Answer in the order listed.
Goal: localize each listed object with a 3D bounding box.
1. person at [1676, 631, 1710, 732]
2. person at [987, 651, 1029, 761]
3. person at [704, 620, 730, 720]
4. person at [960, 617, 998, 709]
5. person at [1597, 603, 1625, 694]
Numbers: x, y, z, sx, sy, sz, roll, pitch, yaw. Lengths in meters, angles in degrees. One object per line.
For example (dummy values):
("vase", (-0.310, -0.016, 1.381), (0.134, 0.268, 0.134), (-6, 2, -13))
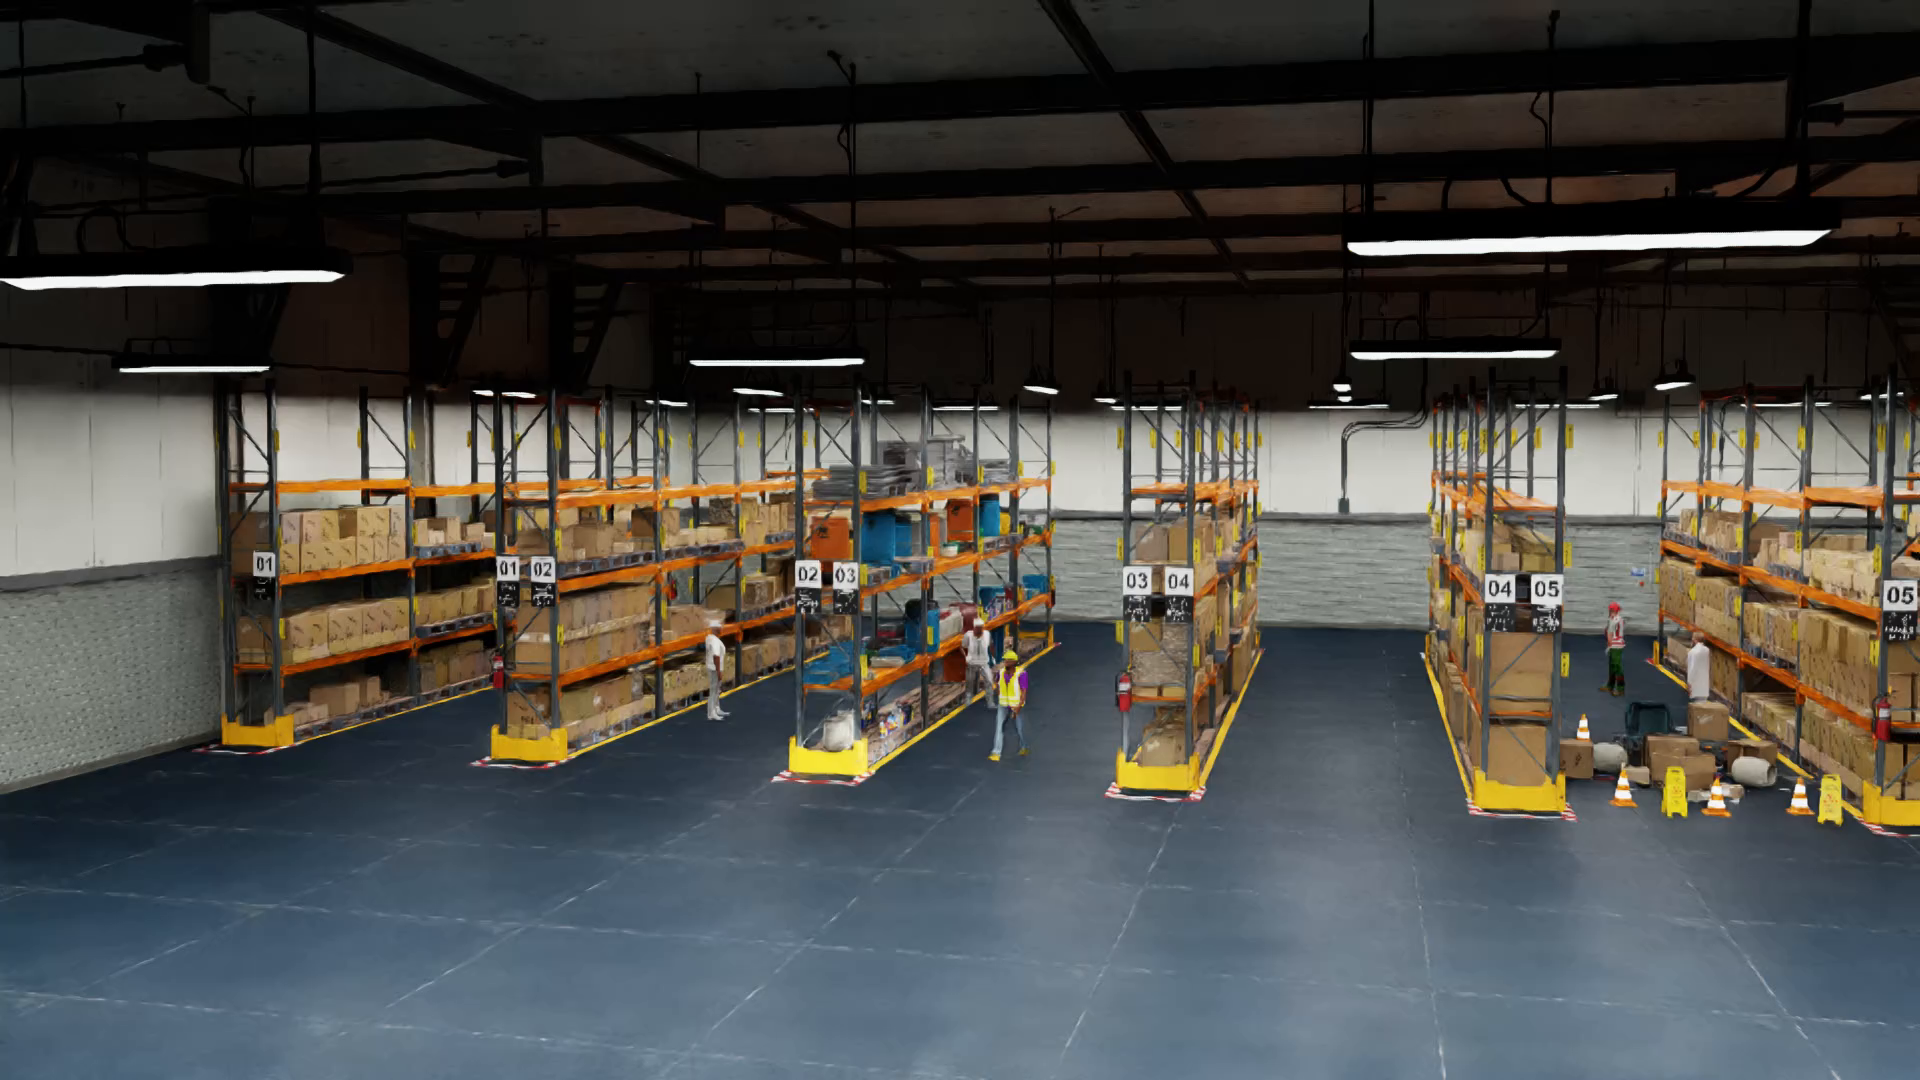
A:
("person", (12.430, 2.410, 28.105), (0.641, 1.772, 0.693), (3, 4, 38))
("person", (0.803, 2.577, 26.032), (0.569, 1.708, 1.042), (1, 4, 22))
("person", (-4.350, 2.310, 29.849), (0.446, 1.771, 0.632), (-1, 4, -18))
("person", (0.340, 2.278, 30.984), (0.701, 1.718, 0.849), (0, 3, -3))
("person", (12.888, 2.123, 32.859), (0.588, 1.784, 0.666), (2, 4, 36))
